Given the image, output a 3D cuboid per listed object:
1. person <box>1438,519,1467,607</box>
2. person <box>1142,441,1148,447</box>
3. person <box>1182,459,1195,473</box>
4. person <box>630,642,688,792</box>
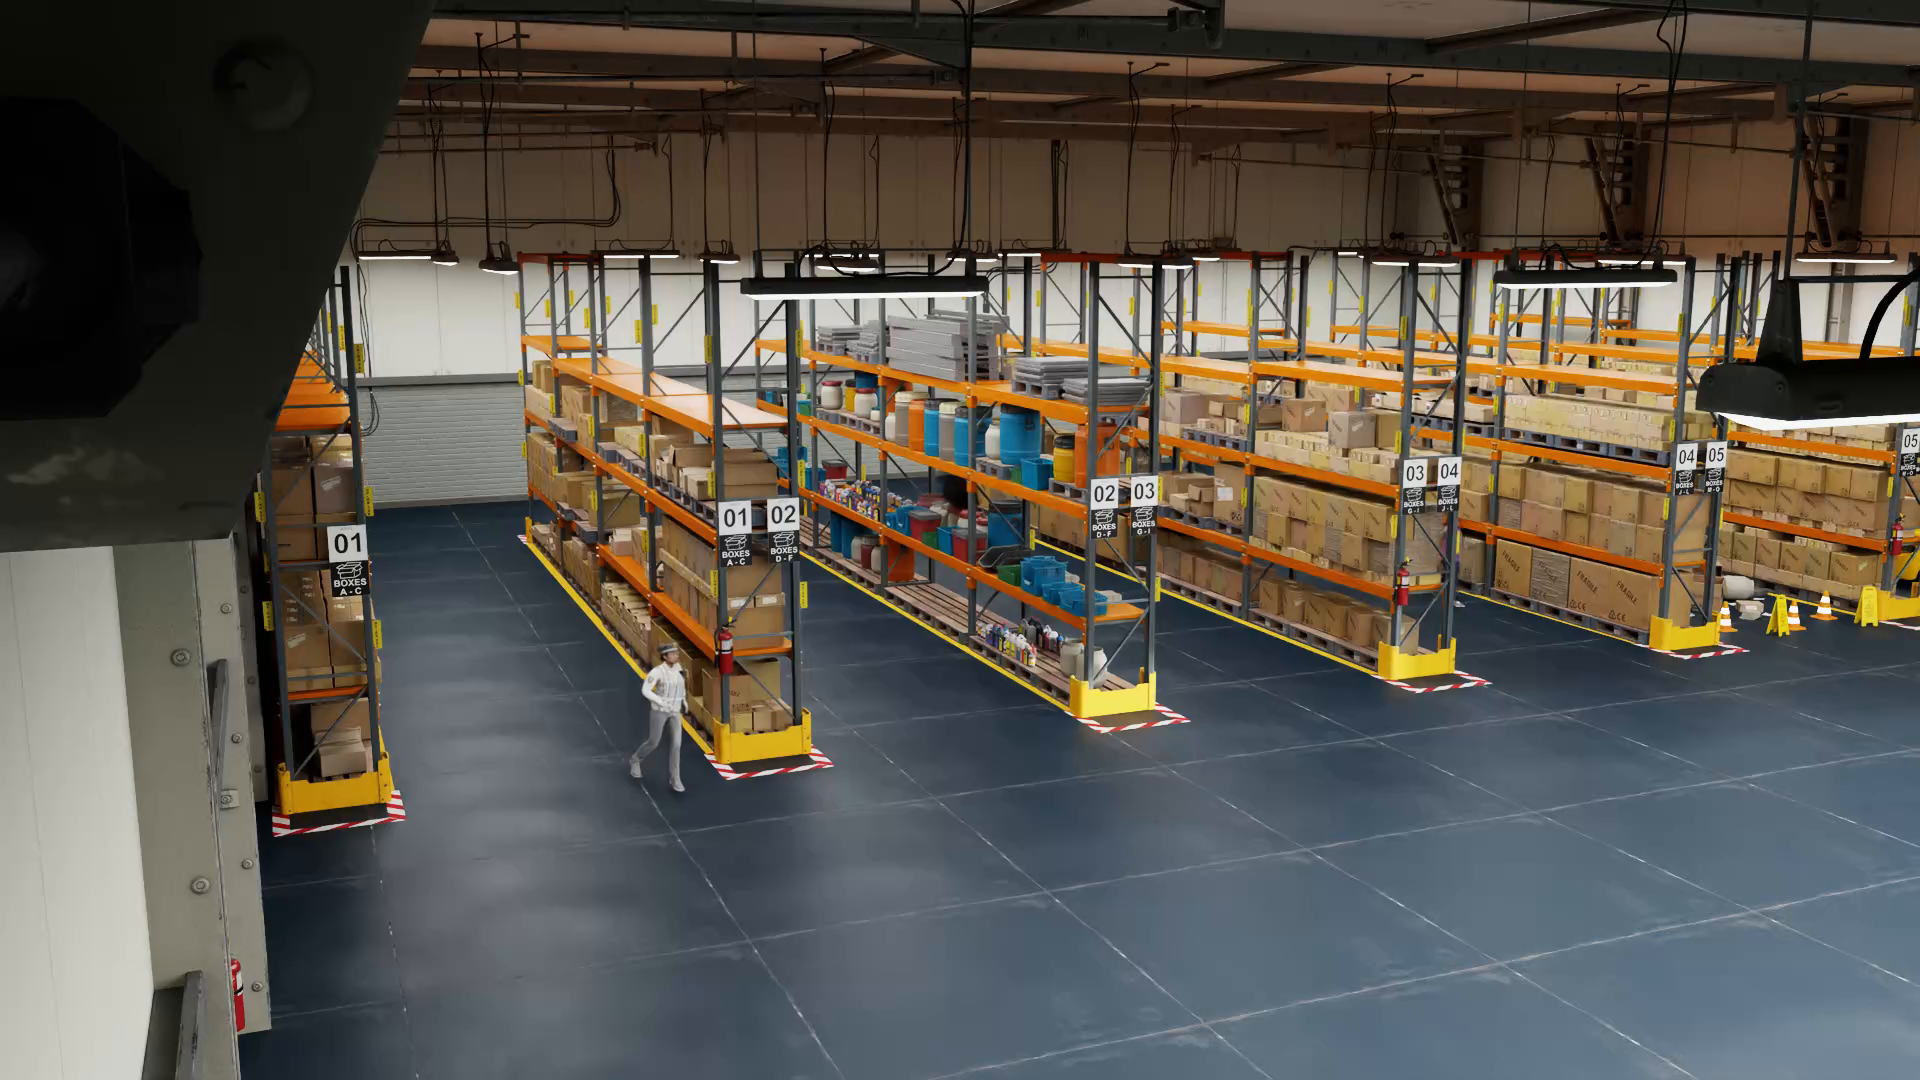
[{"bbox_3d":[8.457,0.333,28.764,0.538,1.575,0.804,-5,12,-26],"label":"person"},{"bbox_3d":[4.241,-1.447,38.447,0.611,1.704,0.755,-3,11,-16],"label":"person"},{"bbox_3d":[5.690,-2.124,41.883,0.739,1.750,0.683,-6,12,-29],"label":"person"},{"bbox_3d":[-3.396,2.005,19.389,0.676,1.667,0.923,-10,14,-42],"label":"person"}]
